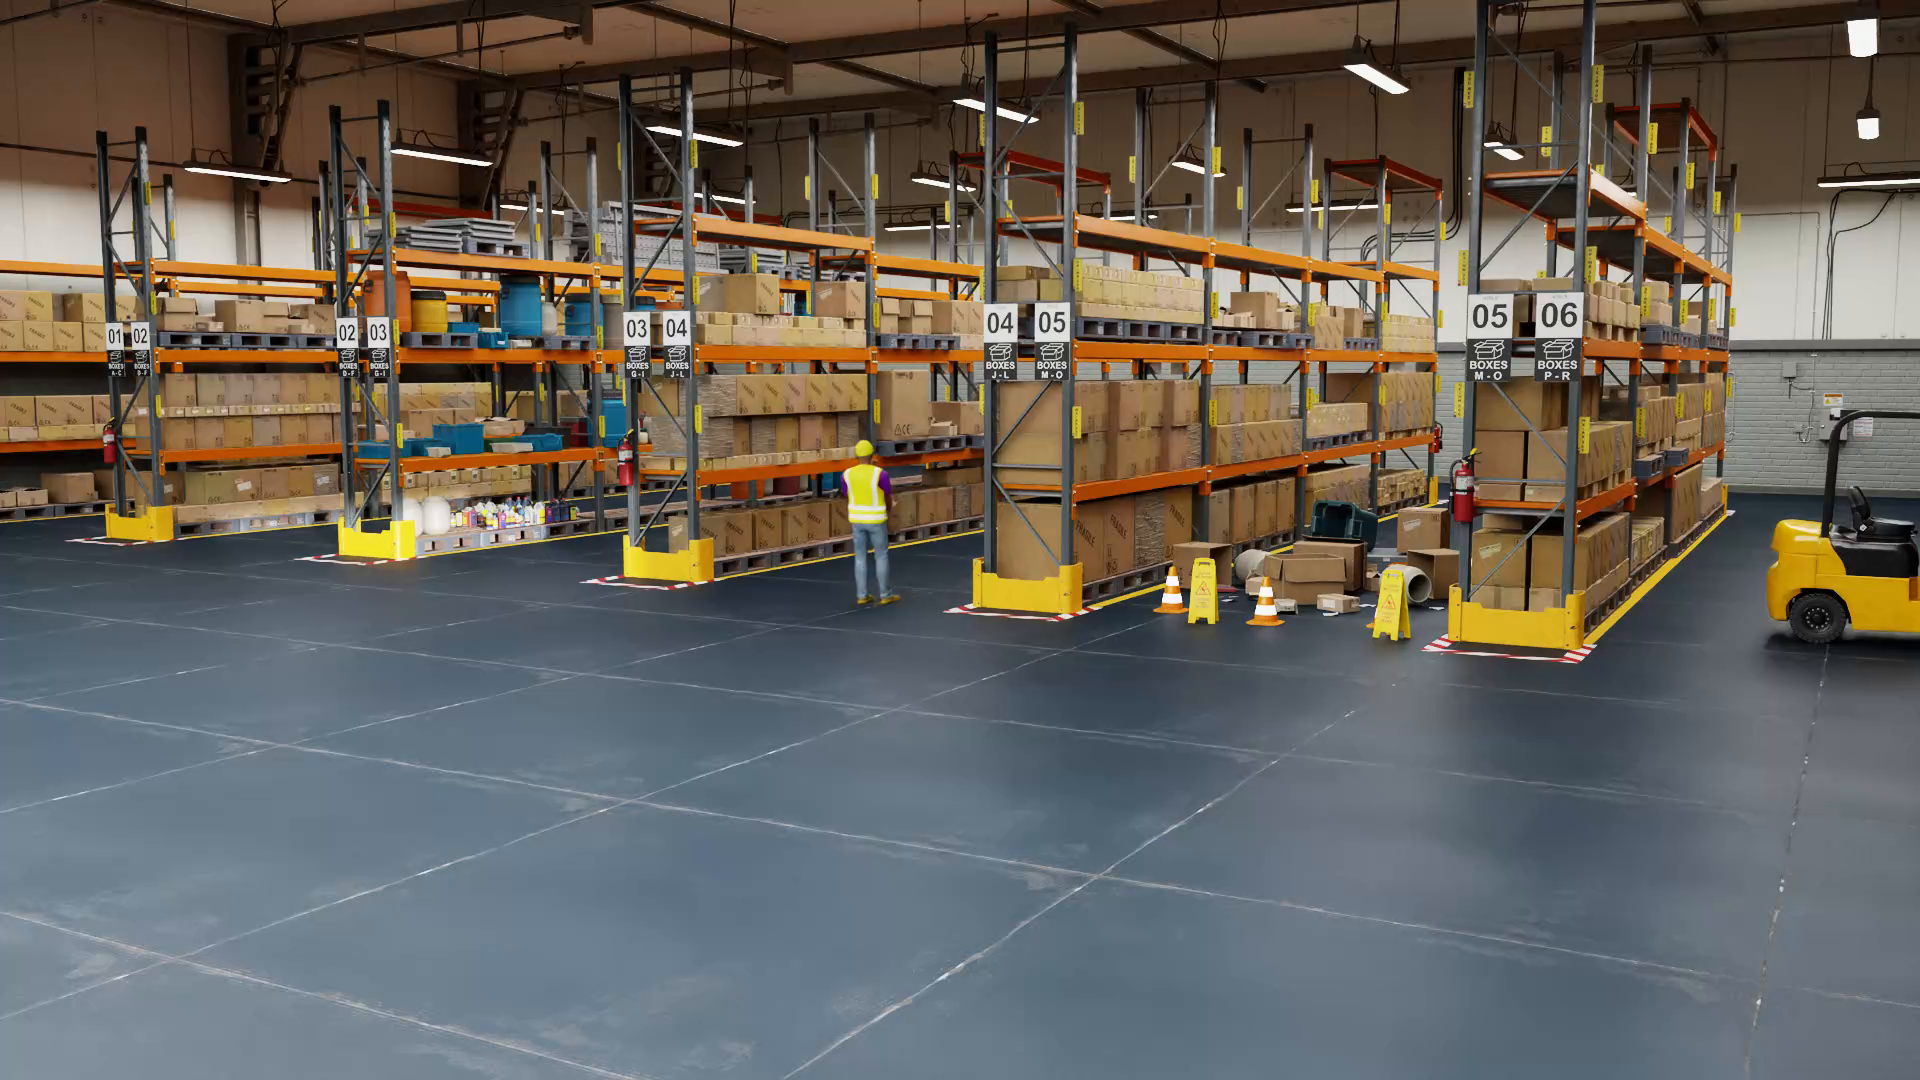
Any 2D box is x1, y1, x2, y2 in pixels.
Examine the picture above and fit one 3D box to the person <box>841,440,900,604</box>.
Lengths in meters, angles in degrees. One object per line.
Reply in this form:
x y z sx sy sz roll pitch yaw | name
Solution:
-0.966 -0.199 17.942 0.576 1.767 0.539 1 6 13 | person
